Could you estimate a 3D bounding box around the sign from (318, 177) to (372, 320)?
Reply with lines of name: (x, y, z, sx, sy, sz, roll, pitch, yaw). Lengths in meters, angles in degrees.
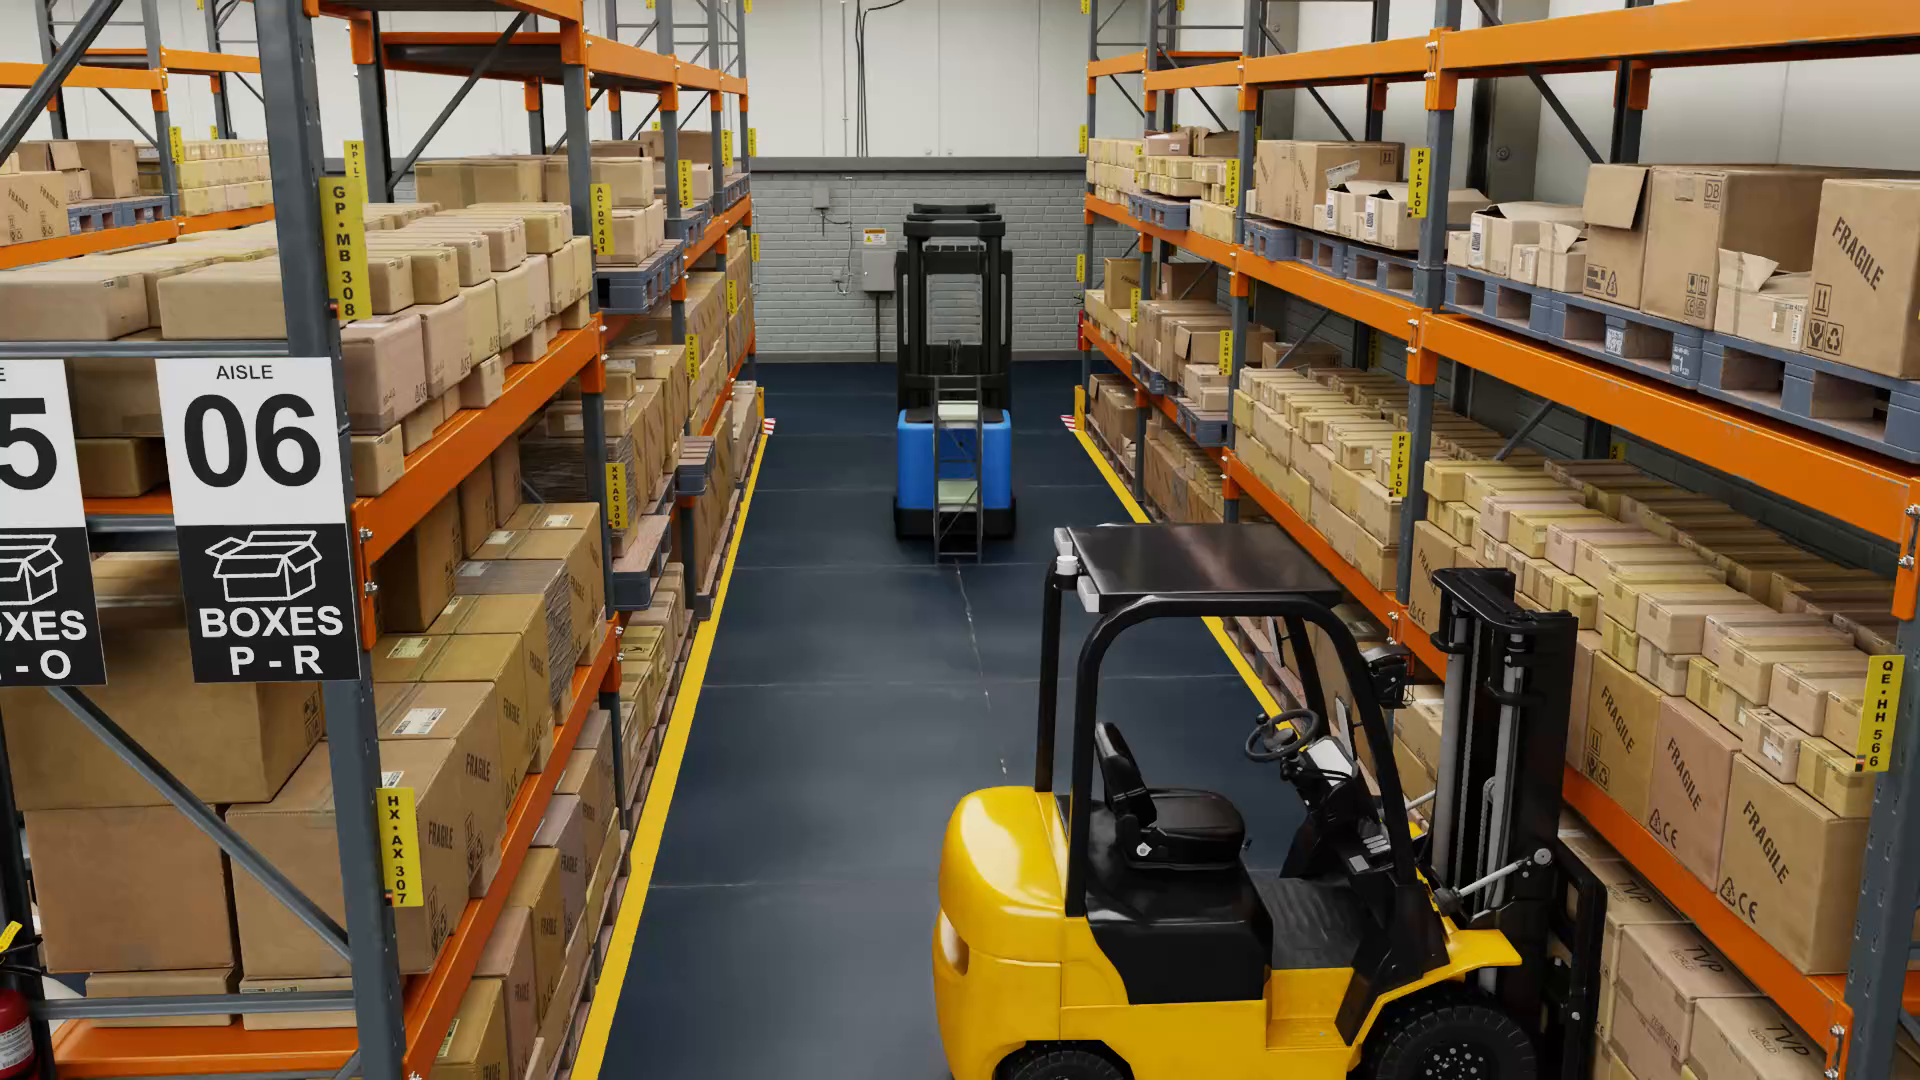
sign: (-1.428, -0.674, 3.854, 0.100, 0.325, 0.005, -1, 14, -3)

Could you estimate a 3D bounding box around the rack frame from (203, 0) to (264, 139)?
rack frame: (-7.895, -5.573, 18.627, 1.000, 3.000, 0.127, -1, 14, -3)

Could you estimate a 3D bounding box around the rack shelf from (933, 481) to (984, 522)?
rack shelf: (-0.017, -0.284, 14.430, 0.431, 0.370, 0.720, 0, 14, 0)

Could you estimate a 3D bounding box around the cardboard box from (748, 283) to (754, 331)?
cardboard box: (-2.666, -2.702, 19.306, 0.500, 0.500, 0.500, -1, 14, -3)

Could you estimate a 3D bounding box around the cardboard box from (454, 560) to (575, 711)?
cardboard box: (-1.866, 0.386, 6.707, 0.500, 0.500, 0.500, 0, 14, -2)

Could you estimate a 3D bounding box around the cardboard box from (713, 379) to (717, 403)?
cardboard box: (-2.390, -1.342, 14.522, 0.500, 0.250, 0.500, -1, 14, -5)

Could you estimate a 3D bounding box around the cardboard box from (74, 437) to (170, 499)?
cardboard box: (-2.270, -0.205, 4.289, 0.380, 0.149, 0.250, -1, 14, -3)

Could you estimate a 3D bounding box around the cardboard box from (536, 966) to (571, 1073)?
cardboard box: (-1.814, 1.871, 6.411, 0.500, 0.250, 0.500, 0, 14, 0)

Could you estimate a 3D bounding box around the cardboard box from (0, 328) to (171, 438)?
cardboard box: (-2.270, -0.437, 4.390, 0.500, 0.250, 0.500, -1, 14, -4)

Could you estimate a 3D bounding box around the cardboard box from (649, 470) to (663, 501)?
cardboard box: (-1.989, -0.333, 9.964, 0.380, 0.149, 0.250, 0, 14, -1)

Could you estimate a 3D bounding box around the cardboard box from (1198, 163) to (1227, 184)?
cardboard box: (2.110, -2.915, 13.221, 0.380, 0.149, 0.250, -1, 14, -5)

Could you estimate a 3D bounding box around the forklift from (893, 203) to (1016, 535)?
forklift: (-0.053, -1.770, 16.022, 1.130, 2.935, 3.031, 0, 14, 0)

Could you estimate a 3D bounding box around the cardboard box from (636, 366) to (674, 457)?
cardboard box: (-2.084, -0.813, 10.525, 0.500, 0.500, 0.500, -2, 15, -7)

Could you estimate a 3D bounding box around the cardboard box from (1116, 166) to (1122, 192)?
cardboard box: (1.899, -3.749, 17.261, 0.500, 0.250, 0.500, -1, 14, -2)

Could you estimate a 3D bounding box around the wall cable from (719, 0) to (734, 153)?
wall cable: (-3.594, -7.085, 24.503, 0.463, 3.000, 0.029, -1, 14, -3)

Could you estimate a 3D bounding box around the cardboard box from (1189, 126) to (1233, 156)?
cardboard box: (2.329, -3.704, 15.417, 0.396, 0.266, 0.258, -1, 14, -4)

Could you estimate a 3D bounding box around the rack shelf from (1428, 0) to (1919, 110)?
rack shelf: (2.861, -1.728, 5.930, 1.077, 0.370, 4.000, -1, 14, -3)

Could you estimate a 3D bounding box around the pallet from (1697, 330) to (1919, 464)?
pallet: (2.967, -0.454, 4.927, 1.003, 0.211, 1.213, -1, 14, -3)

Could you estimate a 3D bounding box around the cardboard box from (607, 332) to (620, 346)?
cardboard box: (-2.758, -1.437, 12.383, 0.500, 0.500, 0.500, -1, 14, -5)

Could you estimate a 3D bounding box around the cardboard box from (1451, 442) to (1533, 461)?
cardboard box: (2.950, -0.445, 9.235, 0.380, 0.149, 0.250, -1, 14, -4)

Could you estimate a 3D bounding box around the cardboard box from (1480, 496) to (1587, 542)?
cardboard box: (2.505, -0.092, 7.267, 0.380, 0.149, 0.250, -1, 14, -2)

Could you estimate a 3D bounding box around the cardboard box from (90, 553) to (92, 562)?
cardboard box: (-7.223, 0.024, 13.086, 0.500, 0.500, 0.500, -1, 14, -3)

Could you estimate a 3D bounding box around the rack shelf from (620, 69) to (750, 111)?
rack shelf: (-2.836, -4.635, 17.228, 1.077, 0.370, 4.000, -1, 14, -3)

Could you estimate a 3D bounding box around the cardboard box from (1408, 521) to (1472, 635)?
cardboard box: (2.504, 0.204, 8.014, 0.500, 0.500, 0.500, -1, 14, -5)

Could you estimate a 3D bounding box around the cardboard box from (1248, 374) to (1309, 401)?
cardboard box: (2.233, -1.069, 11.661, 0.380, 0.149, 0.250, -1, 14, -2)

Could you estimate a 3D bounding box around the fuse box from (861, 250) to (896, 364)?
fuse box: (-1.227, -3.543, 25.364, 0.539, 1.711, 0.414, -1, 14, -3)

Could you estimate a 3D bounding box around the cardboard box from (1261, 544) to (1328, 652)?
cardboard box: (2.563, 0.407, 11.347, 0.875, 0.625, 0.625, 0, 14, -2)

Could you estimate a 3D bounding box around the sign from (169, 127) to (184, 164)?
sign: (-7.093, -3.576, 15.058, 0.100, 0.325, 0.005, -1, 14, -3)

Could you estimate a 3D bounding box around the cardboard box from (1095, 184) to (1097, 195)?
cardboard box: (1.781, -4.095, 19.406, 0.380, 0.149, 0.250, -1, 14, -2)

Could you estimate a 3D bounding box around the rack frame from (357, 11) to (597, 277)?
rack frame: (-2.217, -2.690, 7.422, 1.000, 3.000, 0.127, -1, 14, -3)

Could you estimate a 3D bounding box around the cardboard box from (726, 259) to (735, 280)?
cardboard box: (-2.525, -2.555, 16.729, 0.500, 0.500, 0.500, -1, 14, -4)

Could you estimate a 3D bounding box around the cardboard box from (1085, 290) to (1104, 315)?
cardboard box: (1.753, -2.801, 19.597, 0.500, 0.250, 0.500, -1, 14, -3)

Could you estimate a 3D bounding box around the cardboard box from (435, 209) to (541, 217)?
cardboard box: (-1.960, -1.297, 6.931, 0.380, 0.149, 0.250, -1, 14, -2)

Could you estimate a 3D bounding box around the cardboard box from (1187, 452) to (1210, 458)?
cardboard box: (2.187, -0.675, 14.502, 0.380, 0.149, 0.250, -1, 14, -3)

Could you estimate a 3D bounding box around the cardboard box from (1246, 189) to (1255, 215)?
cardboard box: (2.208, -2.357, 11.573, 0.380, 0.166, 0.250, -1, 14, -4)

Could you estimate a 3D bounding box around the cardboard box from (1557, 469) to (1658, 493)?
cardboard box: (3.033, -0.231, 7.806, 0.380, 0.149, 0.250, -1, 14, -5)

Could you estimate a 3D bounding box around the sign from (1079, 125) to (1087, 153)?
sign: (1.452, -4.714, 19.555, 0.100, 0.325, 0.005, -1, 14, -3)

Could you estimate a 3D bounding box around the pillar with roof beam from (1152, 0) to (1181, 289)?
pillar with roof beam: (-1.571, -6.370, 21.725, 9.100, 9.000, 0.400, -1, 14, -3)

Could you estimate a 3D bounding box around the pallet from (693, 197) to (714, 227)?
pallet: (-2.607, -2.907, 14.670, 0.805, 0.209, 1.217, -1, 15, -6)

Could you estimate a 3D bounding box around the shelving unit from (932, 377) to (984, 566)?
shelving unit: (-0.017, -0.600, 14.348, 0.431, 1.500, 0.755, 0, 14, 0)

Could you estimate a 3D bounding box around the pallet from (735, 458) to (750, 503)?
pallet: (-2.682, -0.614, 16.990, 1.003, 0.211, 1.213, -1, 14, -3)

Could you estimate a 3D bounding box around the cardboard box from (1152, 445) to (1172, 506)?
cardboard box: (2.090, -0.589, 15.468, 0.500, 0.500, 0.500, -1, 14, -4)

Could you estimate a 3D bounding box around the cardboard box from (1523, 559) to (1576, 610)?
cardboard box: (2.545, 0.177, 6.815, 0.380, 0.149, 0.250, -1, 14, -5)

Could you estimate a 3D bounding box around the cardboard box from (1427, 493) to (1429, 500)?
cardboard box: (2.494, -0.306, 8.695, 0.380, 0.149, 0.250, 0, 14, -2)

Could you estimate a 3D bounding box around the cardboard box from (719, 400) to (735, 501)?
cardboard box: (-2.594, -0.796, 15.521, 0.875, 0.875, 0.875, 0, 14, -2)

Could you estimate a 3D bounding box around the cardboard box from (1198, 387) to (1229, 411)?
cardboard box: (2.066, -1.096, 12.929, 0.380, 0.149, 0.250, -1, 14, -2)

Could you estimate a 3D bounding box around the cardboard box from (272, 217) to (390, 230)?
cardboard box: (-2.415, -1.162, 6.406, 0.380, 0.149, 0.250, -1, 14, -5)

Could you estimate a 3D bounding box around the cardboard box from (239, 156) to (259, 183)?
cardboard box: (-7.531, -3.799, 17.049, 0.500, 0.250, 0.500, -2, 15, -6)

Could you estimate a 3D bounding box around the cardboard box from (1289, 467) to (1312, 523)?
cardboard box: (2.368, -0.288, 10.428, 0.500, 0.250, 0.500, 0, 14, -2)

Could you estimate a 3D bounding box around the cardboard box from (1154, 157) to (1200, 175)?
cardboard box: (1.925, -3.305, 14.696, 0.380, 0.149, 0.250, -1, 14, -4)

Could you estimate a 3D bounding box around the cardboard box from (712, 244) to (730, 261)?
cardboard box: (-2.517, -2.893, 16.741, 0.380, 0.149, 0.250, -1, 14, -4)

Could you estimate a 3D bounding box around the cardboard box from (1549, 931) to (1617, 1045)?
cardboard box: (2.569, 1.649, 6.268, 0.500, 0.250, 0.500, -1, 14, -5)

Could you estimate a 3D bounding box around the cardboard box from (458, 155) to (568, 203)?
cardboard box: (-2.465, -2.006, 9.238, 0.500, 0.250, 0.500, -1, 14, -3)

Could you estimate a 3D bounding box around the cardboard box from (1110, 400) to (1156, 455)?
cardboard box: (2.015, -1.215, 17.901, 0.700, 0.500, 0.500, -1, 14, -6)
